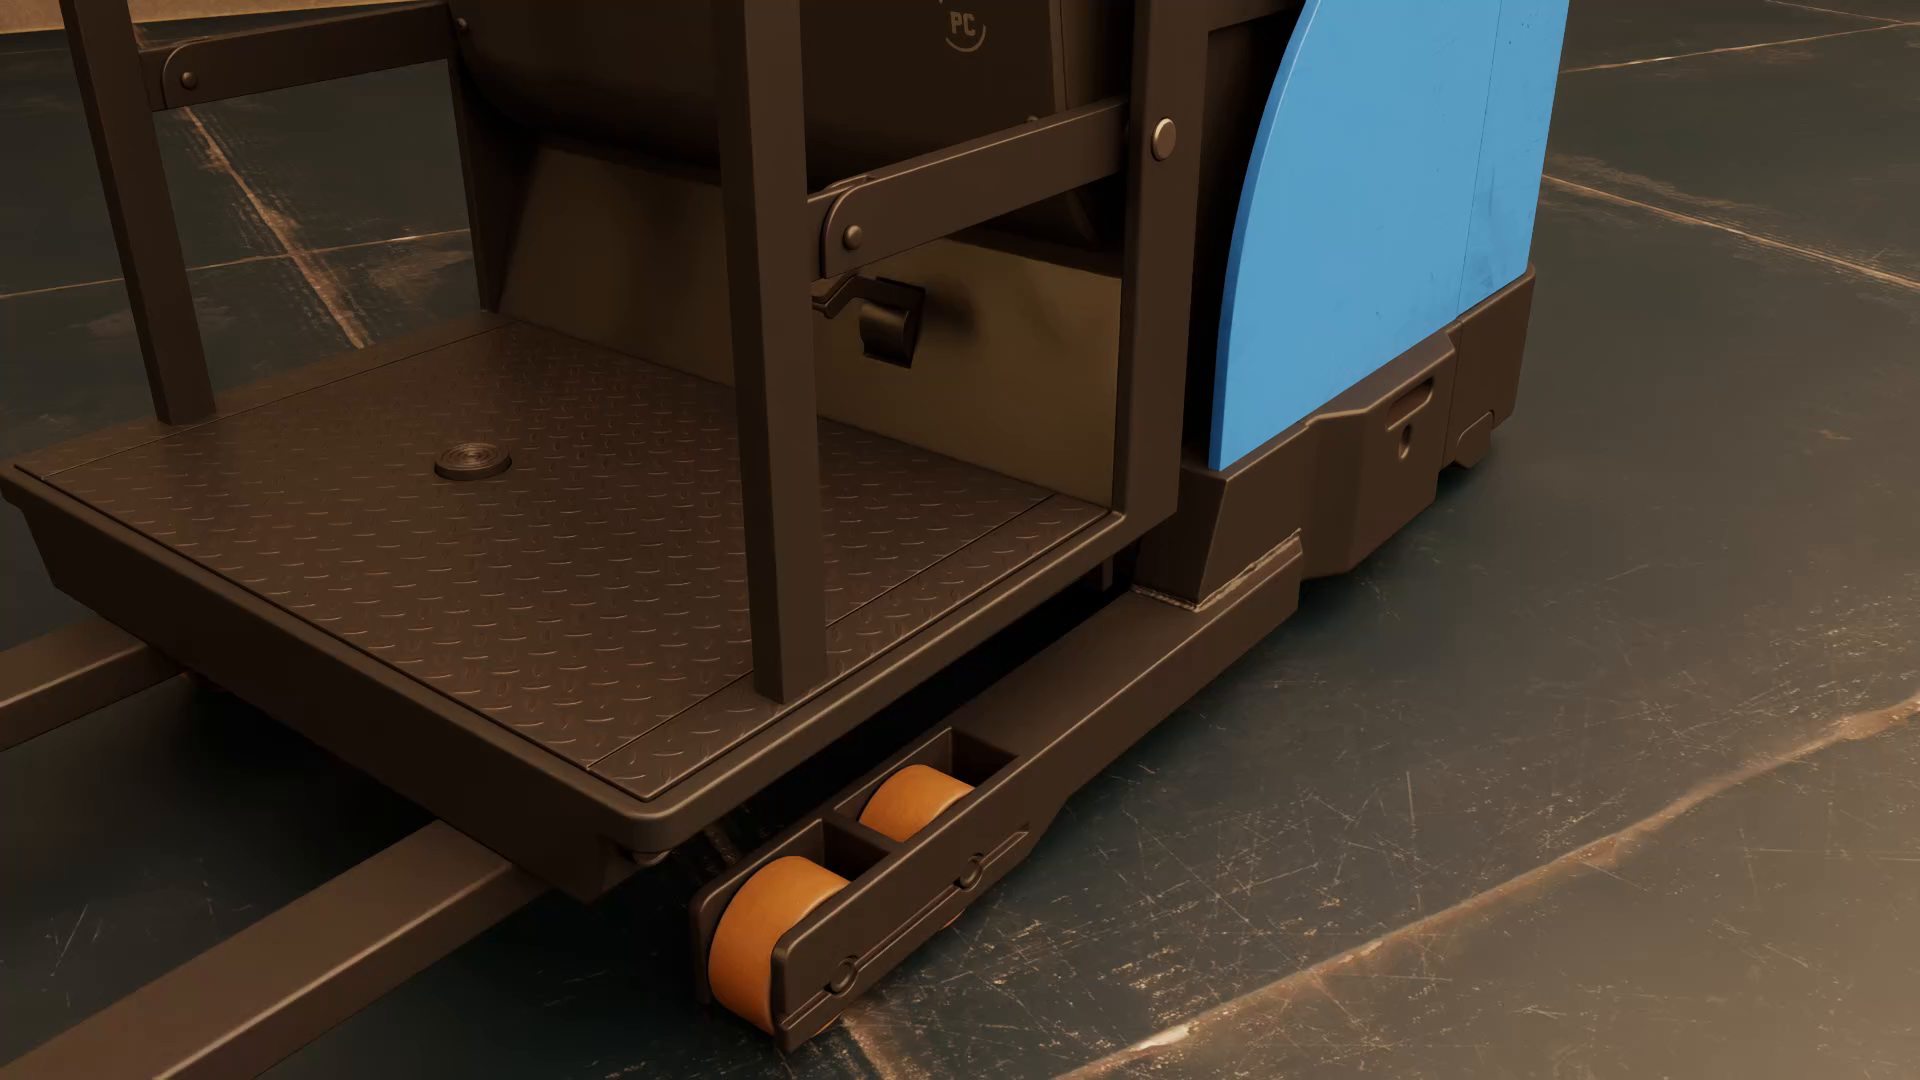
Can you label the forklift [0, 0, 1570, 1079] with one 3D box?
[{"bbox_3d":[-0.375,-1.090,1.409,1.130,2.935,3.031,19,33,33],"label":"forklift"}]
